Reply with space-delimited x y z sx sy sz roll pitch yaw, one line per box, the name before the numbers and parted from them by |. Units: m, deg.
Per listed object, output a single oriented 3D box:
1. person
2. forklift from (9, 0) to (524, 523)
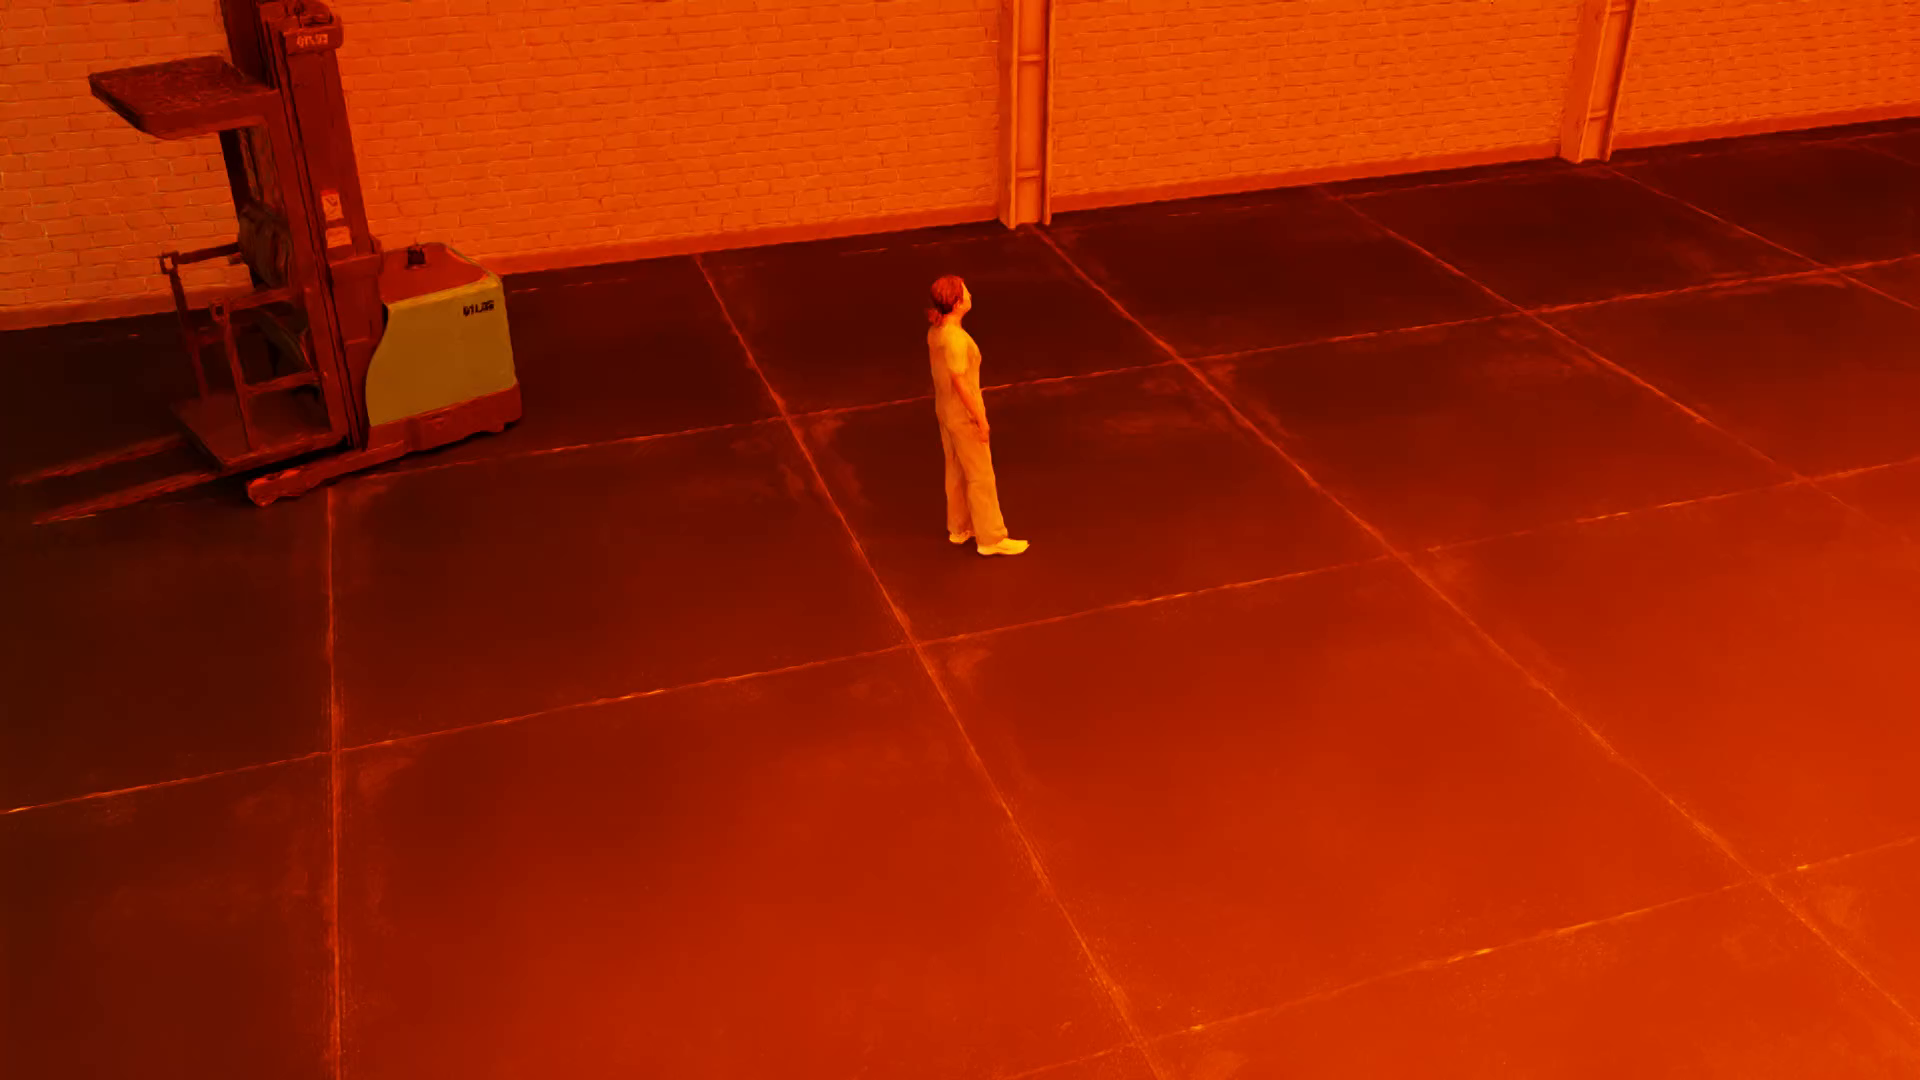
person | 0.074 -0.734 9.616 0.548 1.665 0.550 -10 31 -16
forklift | -4.451 -1.783 10.186 3.031 2.935 1.130 -22 36 -33
